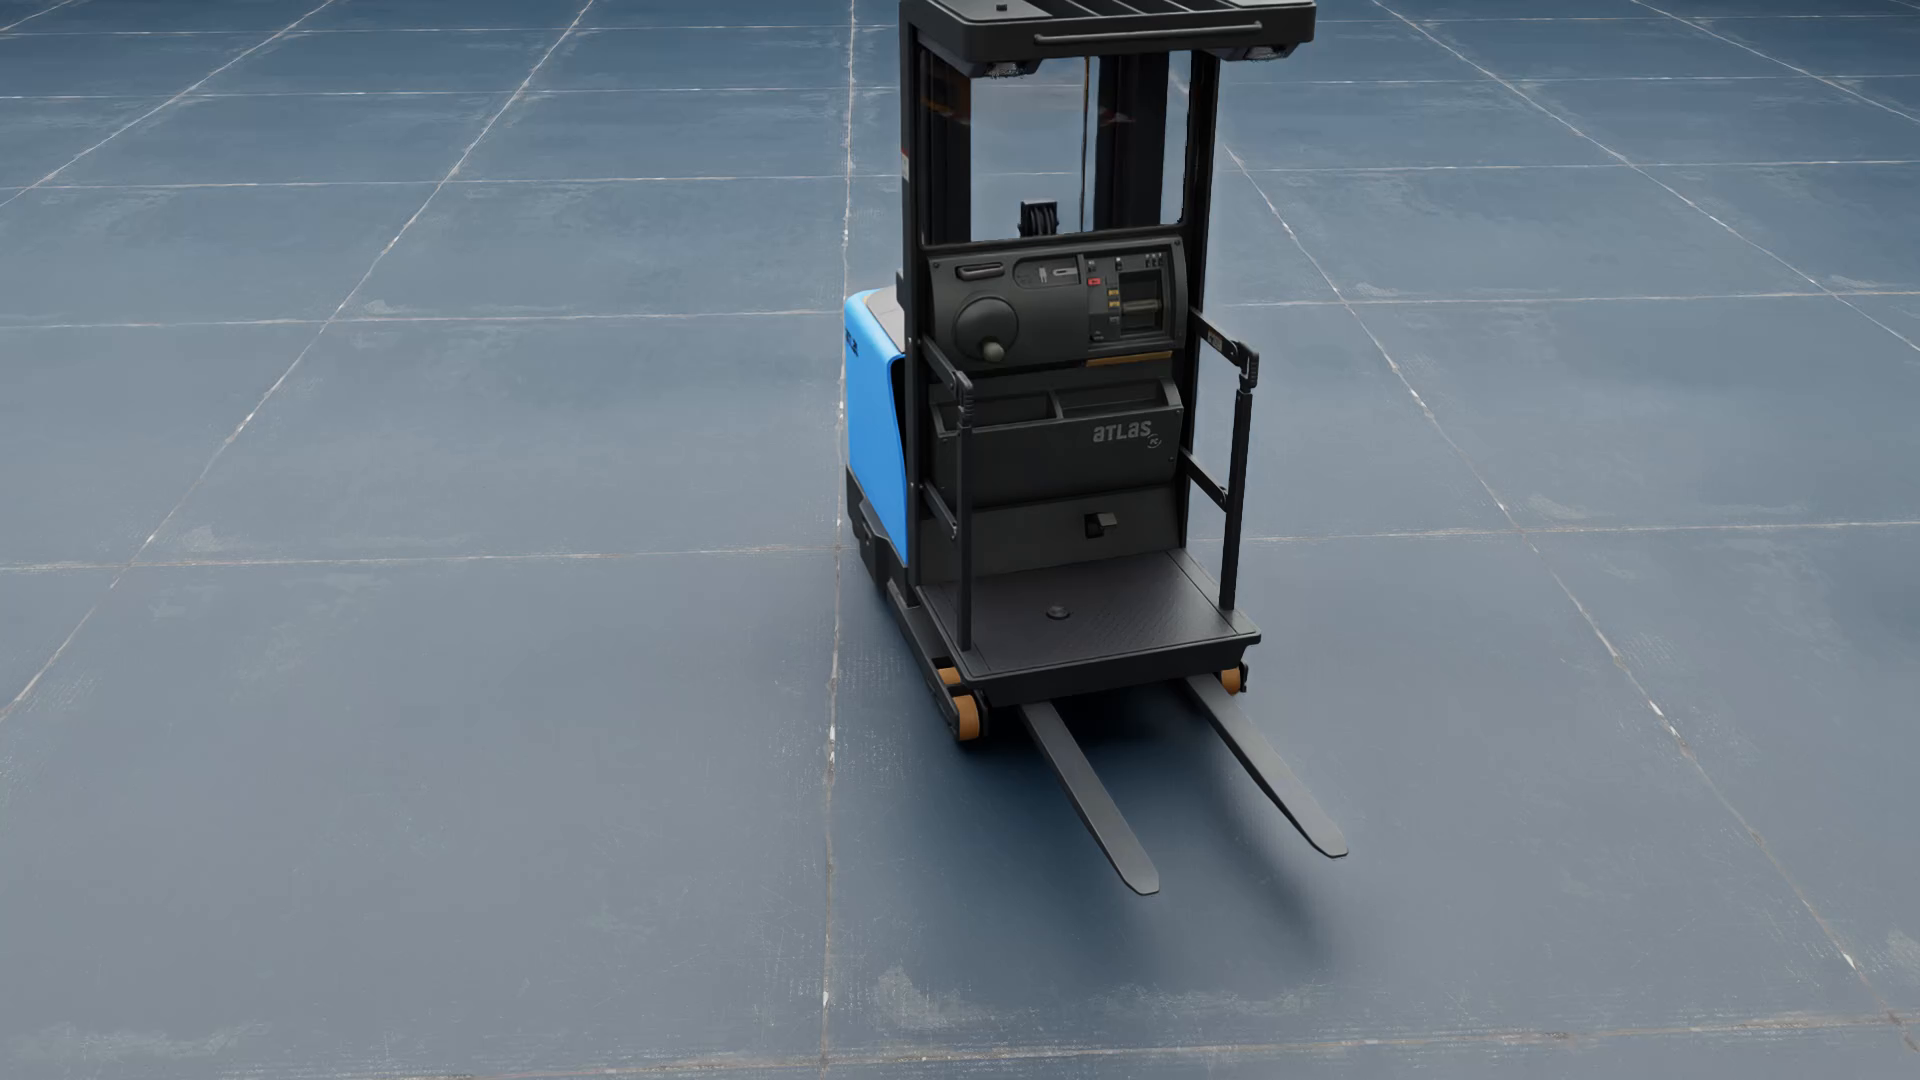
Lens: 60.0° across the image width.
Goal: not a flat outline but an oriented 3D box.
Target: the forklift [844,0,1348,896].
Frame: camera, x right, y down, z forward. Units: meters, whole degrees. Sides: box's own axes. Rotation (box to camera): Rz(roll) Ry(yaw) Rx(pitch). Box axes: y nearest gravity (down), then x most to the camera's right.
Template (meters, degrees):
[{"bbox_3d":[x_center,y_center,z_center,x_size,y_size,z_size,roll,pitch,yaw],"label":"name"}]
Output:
[{"bbox_3d":[0.412,-0.791,5.598,1.130,2.935,3.031,-8,29,-15],"label":"forklift"}]
